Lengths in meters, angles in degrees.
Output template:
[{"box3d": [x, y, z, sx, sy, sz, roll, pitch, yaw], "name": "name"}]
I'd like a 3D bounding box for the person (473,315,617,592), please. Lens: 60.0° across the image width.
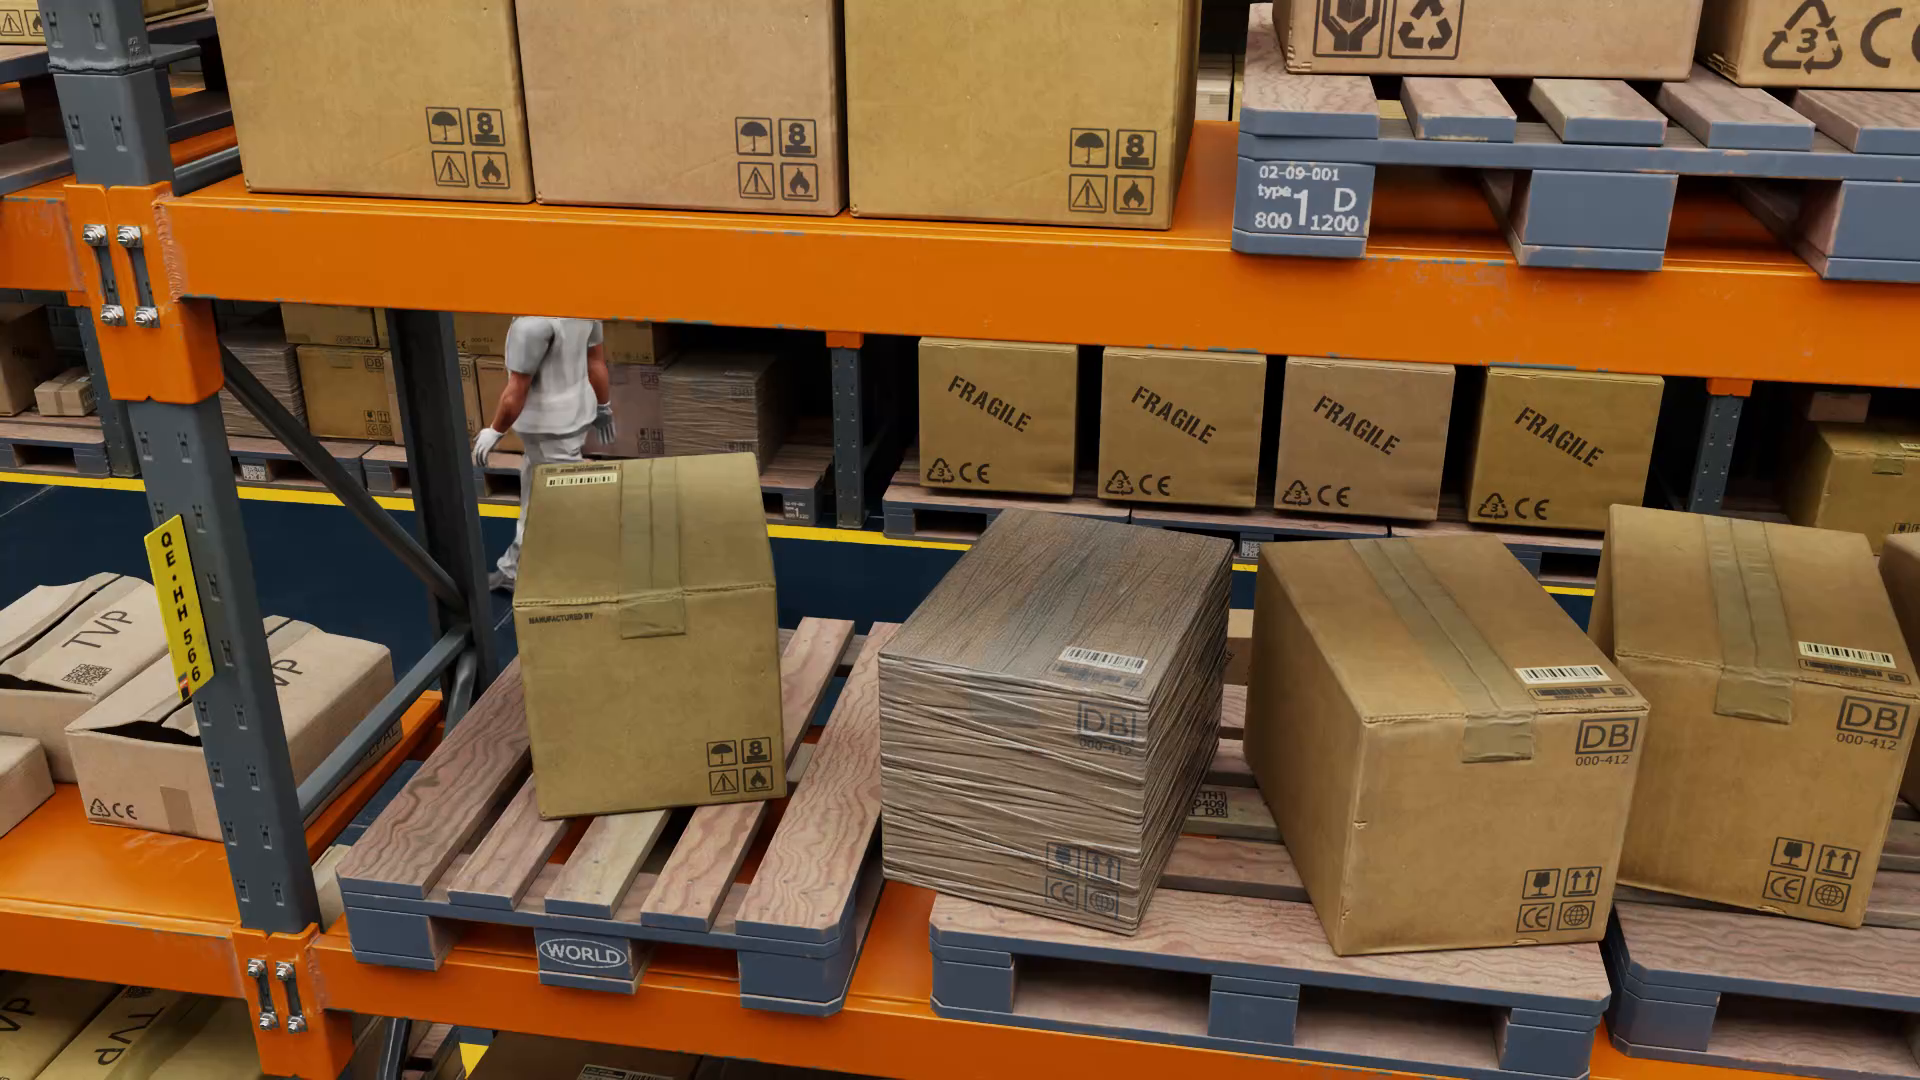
[{"box3d": [-1.832, -0.499, 7.133, 0.900, 1.765, 0.589, 5, 25, 11], "name": "person"}]
